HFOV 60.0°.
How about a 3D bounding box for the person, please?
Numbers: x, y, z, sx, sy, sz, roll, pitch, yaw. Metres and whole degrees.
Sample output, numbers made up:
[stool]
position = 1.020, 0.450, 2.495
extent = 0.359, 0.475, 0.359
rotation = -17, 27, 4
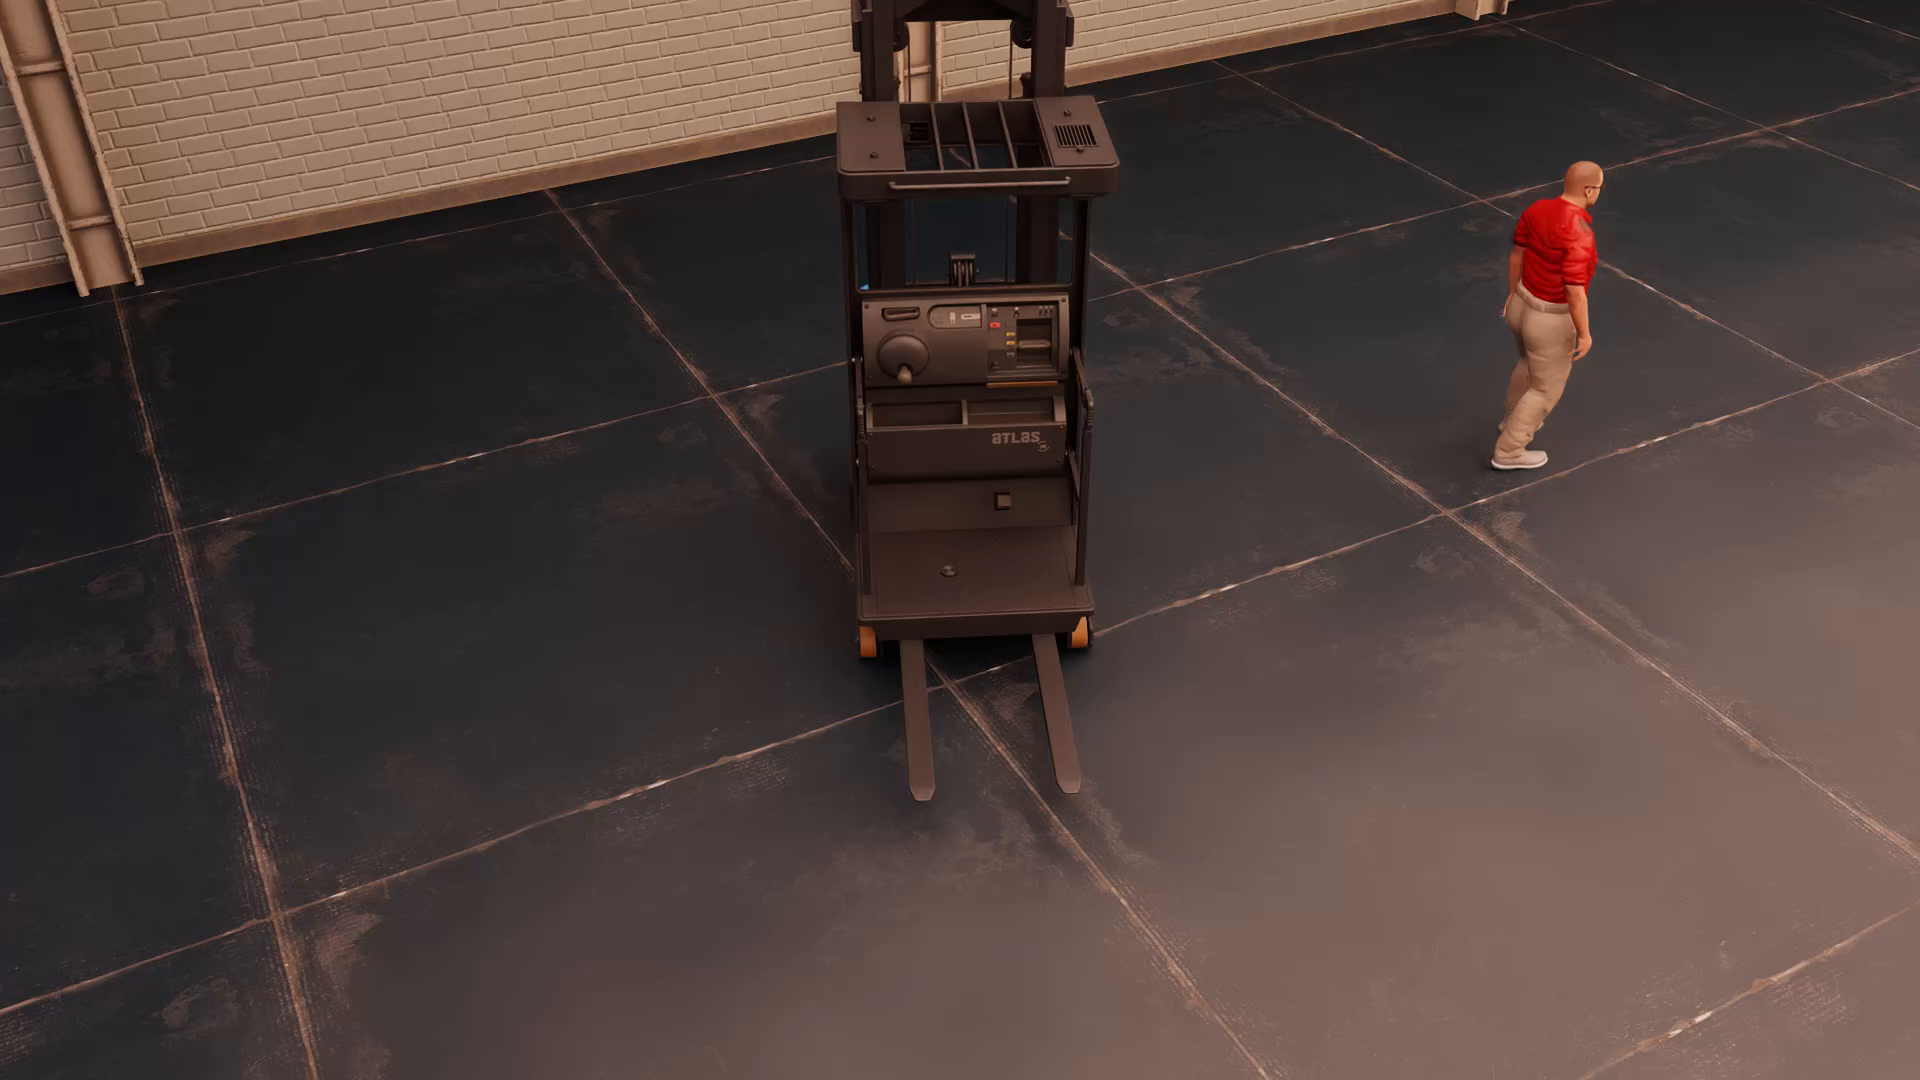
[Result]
[person]
position = 3.176, -1.184, 8.886
extent = 0.521, 1.759, 0.622
rotation = -8, 36, -11

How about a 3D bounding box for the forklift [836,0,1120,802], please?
[forklift]
position = 0.045, -0.837, 7.308
extent = 1.130, 2.935, 3.031
rotation = -2, 35, -3
